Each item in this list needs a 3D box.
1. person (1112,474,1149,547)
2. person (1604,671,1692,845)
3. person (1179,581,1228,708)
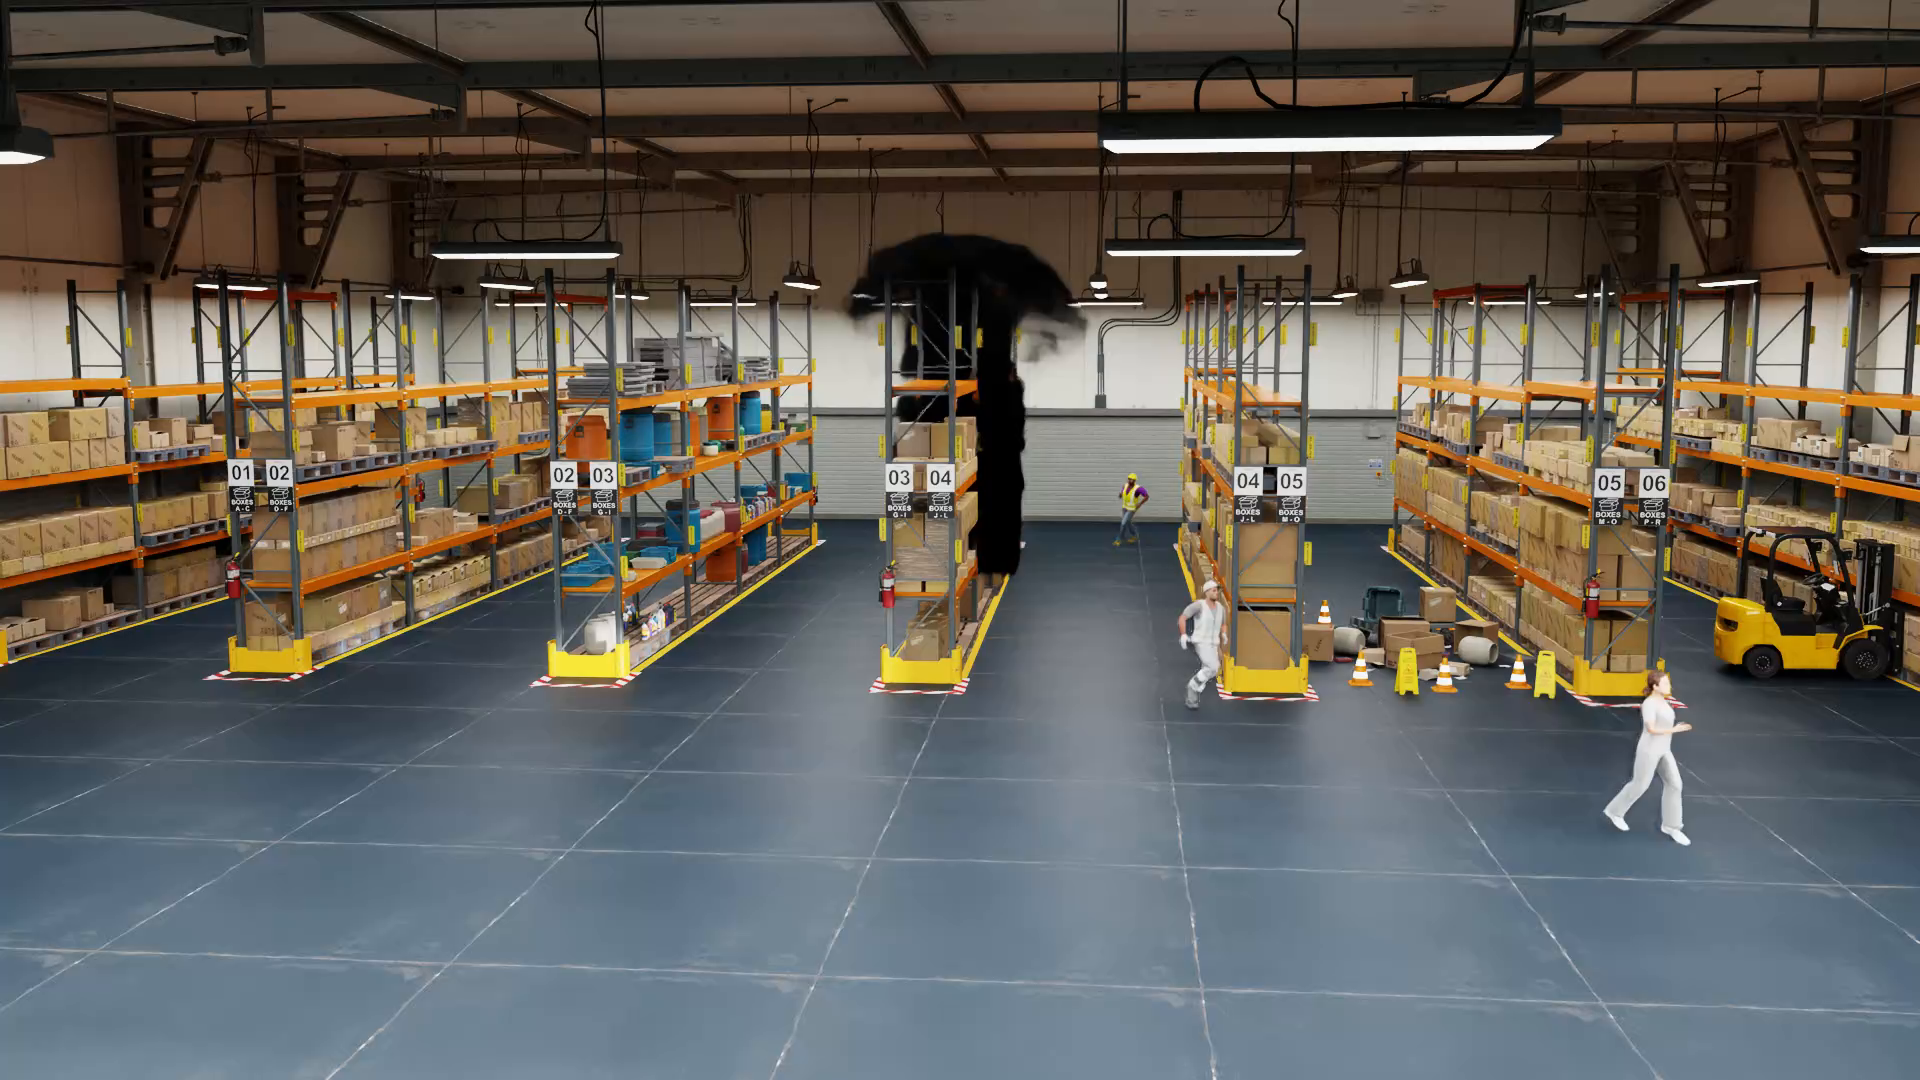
[{"bbox_3d":[4.122,-0.730,40.068,0.854,1.765,0.704,-5,8,-34],"label":"person"},{"bbox_3d":[6.906,2.147,16.648,0.566,1.721,0.831,-7,10,-44],"label":"person"},{"bbox_3d":[3.370,1.418,22.502,0.708,1.714,0.596,-4,8,-32],"label":"person"}]
